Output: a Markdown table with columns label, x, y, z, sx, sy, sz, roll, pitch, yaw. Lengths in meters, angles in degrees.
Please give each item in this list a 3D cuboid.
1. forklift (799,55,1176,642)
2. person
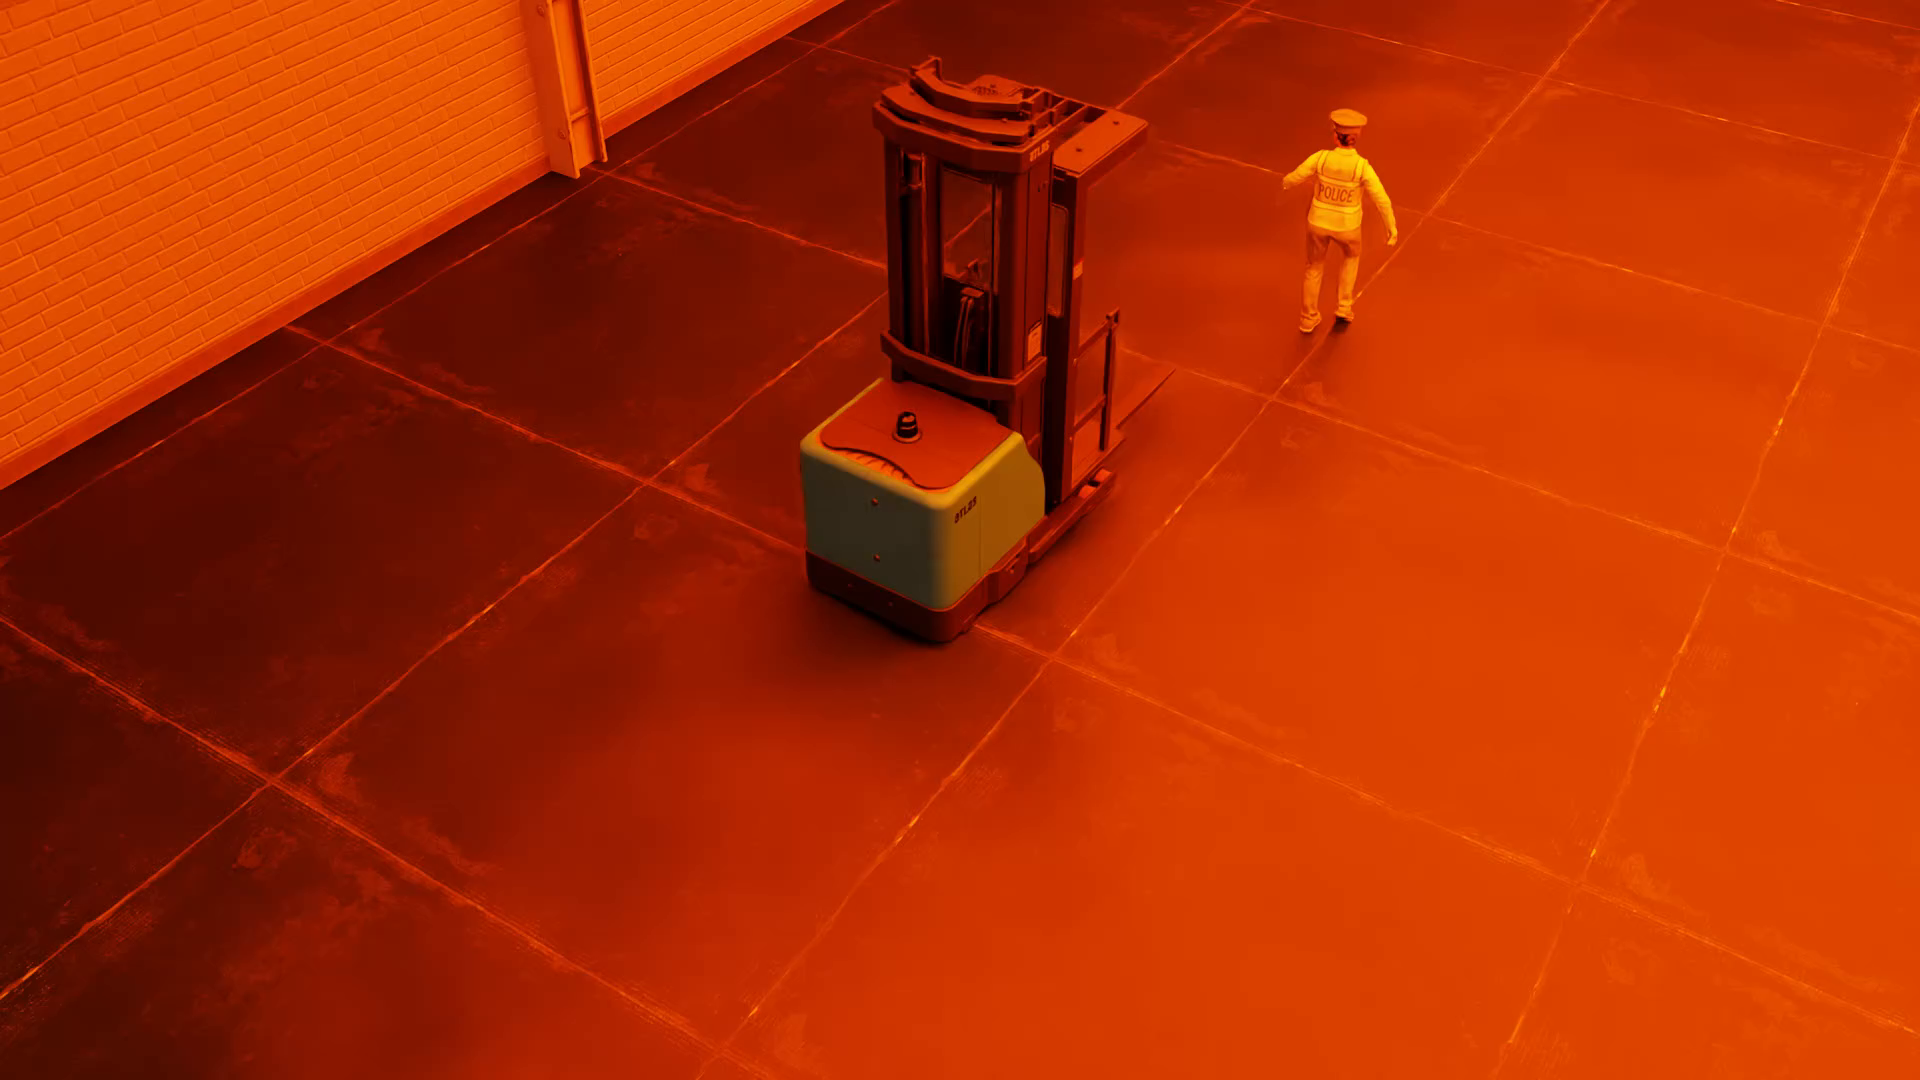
| label | x | y | z | sx | sy | sz | roll | pitch | yaw |
| --- | --- | --- | --- | --- | --- | --- | --- | --- | --- |
| forklift | 0.337 | -1.455 | 9.684 | 1.130 | 2.935 | 3.031 | 24 | 46 | 26 |
| person | 2.624 | -2.210 | 11.614 | 0.873 | 1.694 | 0.480 | 16 | 43 | 18 |
